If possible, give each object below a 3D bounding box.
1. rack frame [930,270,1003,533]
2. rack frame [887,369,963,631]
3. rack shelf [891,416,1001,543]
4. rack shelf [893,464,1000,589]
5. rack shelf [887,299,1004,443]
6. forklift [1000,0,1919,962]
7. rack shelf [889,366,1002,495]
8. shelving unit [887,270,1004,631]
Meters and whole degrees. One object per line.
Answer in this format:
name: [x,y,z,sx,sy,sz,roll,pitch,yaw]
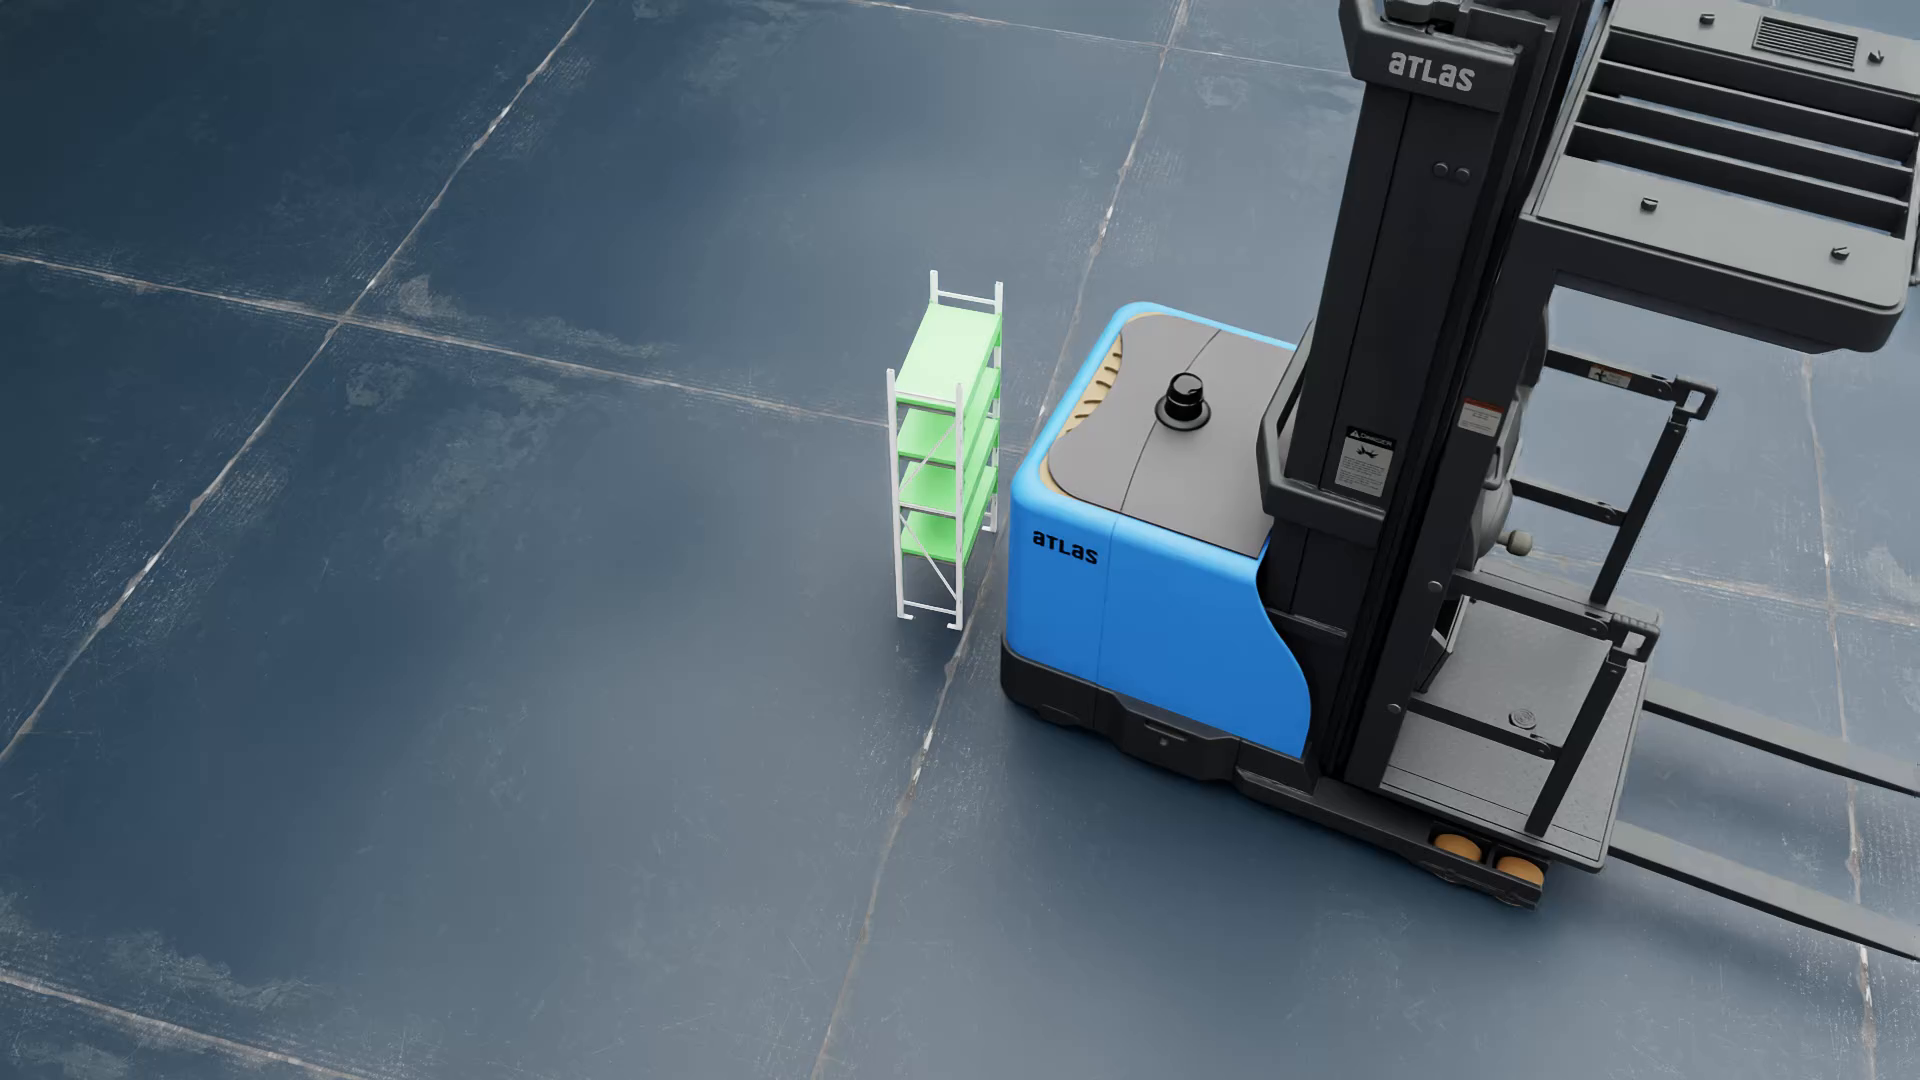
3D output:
rack frame: [0.021,-0.454,5.850,0.240,1.200,0.015,12,50,10]
rack frame: [-0.108,-0.101,5.539,0.240,1.200,0.015,12,50,10]
rack shelf: [-0.044,-0.235,5.742,0.258,0.148,0.480,12,50,10]
rack shelf: [-0.044,-0.076,5.922,0.258,0.148,0.480,12,50,10]
rack shelf: [-0.044,-0.553,5.383,0.258,0.148,0.480,12,50,10]
forklift: [1.697,-0.278,4.541,3.031,2.935,1.130,19,51,16]
rack shelf: [-0.044,-0.394,5.562,0.258,0.148,0.480,12,50,10]
shelving unit: [-0.044,-0.277,5.694,0.258,1.200,0.503,12,50,10]
